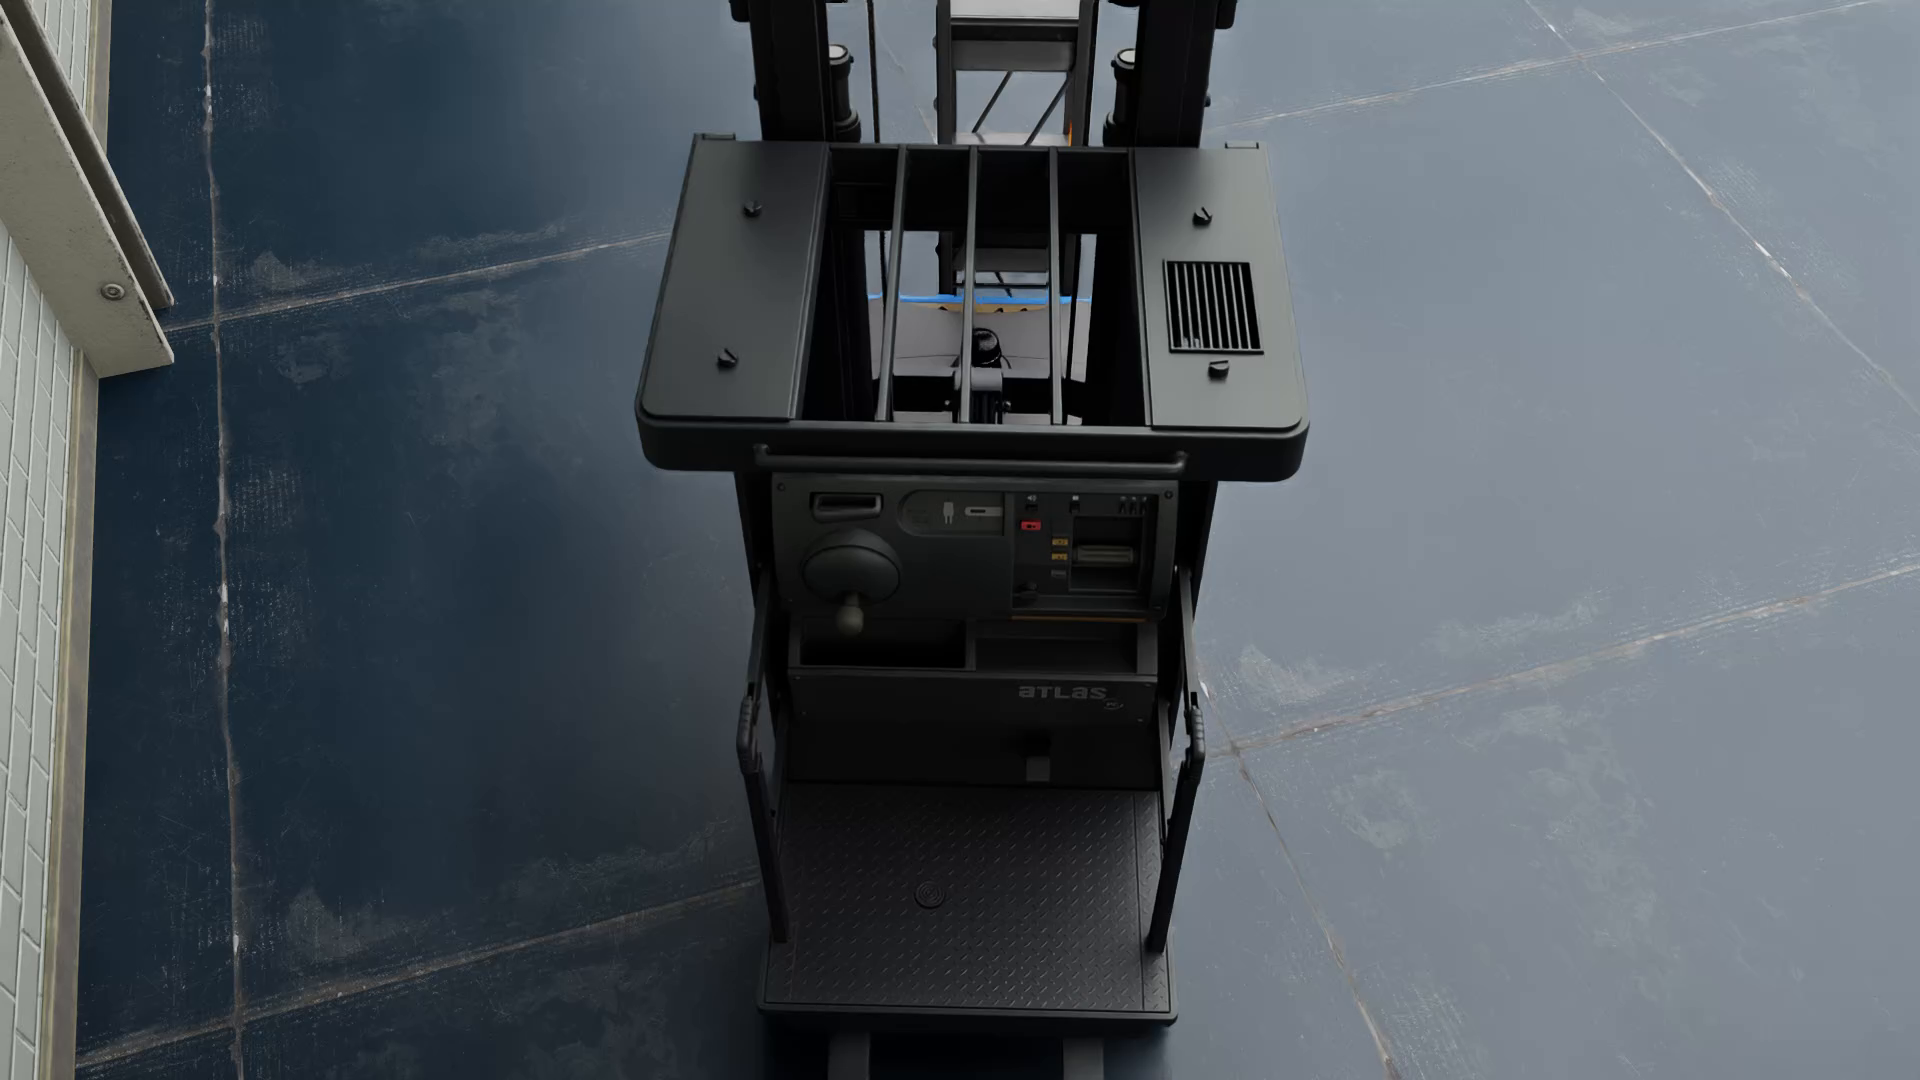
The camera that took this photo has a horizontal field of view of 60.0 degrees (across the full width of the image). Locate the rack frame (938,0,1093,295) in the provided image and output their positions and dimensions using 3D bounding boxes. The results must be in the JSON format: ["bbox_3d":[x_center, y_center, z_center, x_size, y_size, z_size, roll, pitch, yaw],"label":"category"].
[{"bbox_3d":[0.142,-0.768,5.024,0.400,2.100,0.015,1,50,1],"label":"rack frame"}]

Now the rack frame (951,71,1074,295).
[{"bbox_3d":[0.155,-1.141,5.338,0.400,2.100,0.015,1,50,1],"label":"rack frame"}]

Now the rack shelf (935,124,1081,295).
[{"bbox_3d":[0.149,-0.946,5.192,0.431,0.518,0.480,1,50,1],"label":"rack shelf"}]

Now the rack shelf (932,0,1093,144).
[{"bbox_3d":[0.149,-1.397,4.656,0.431,0.518,0.480,1,50,1],"label":"rack shelf"}]

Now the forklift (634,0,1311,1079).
[{"bbox_3d":[0.029,0.137,3.718,1.130,2.935,3.031,1,50,1],"label":"forklift"}]

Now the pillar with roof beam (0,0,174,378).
[{"bbox_3d":[0.920,-4.654,3.788,9.100,9.000,0.400,-13,51,-11],"label":"pillar with roof beam"}]

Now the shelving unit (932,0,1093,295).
[{"bbox_3d":[0.149,-0.954,5.181,0.431,2.100,0.503,1,50,1],"label":"shelving unit"}]
